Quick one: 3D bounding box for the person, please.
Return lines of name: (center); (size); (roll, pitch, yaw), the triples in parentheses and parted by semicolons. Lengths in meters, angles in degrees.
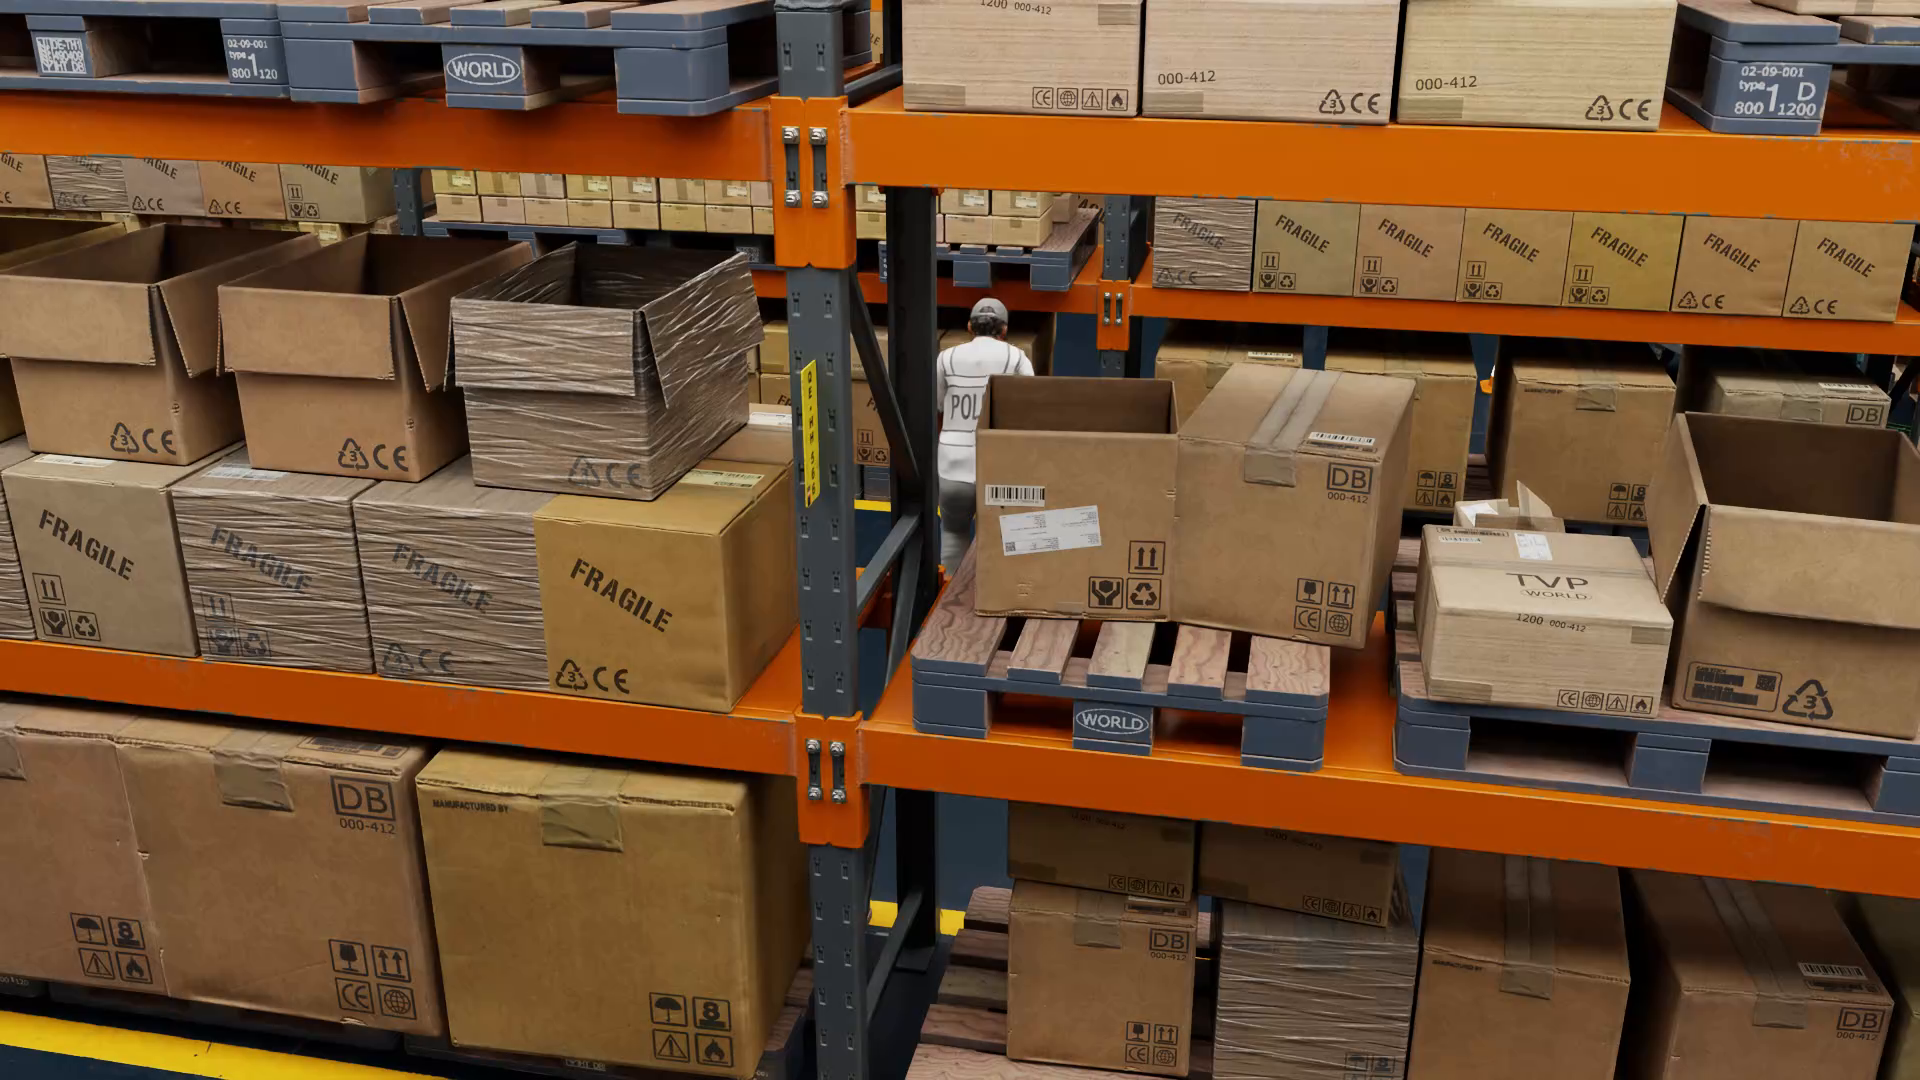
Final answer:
person: (0.099, -0.318, 7.594); (0.522, 1.523, 0.611); (5, 22, 12)
